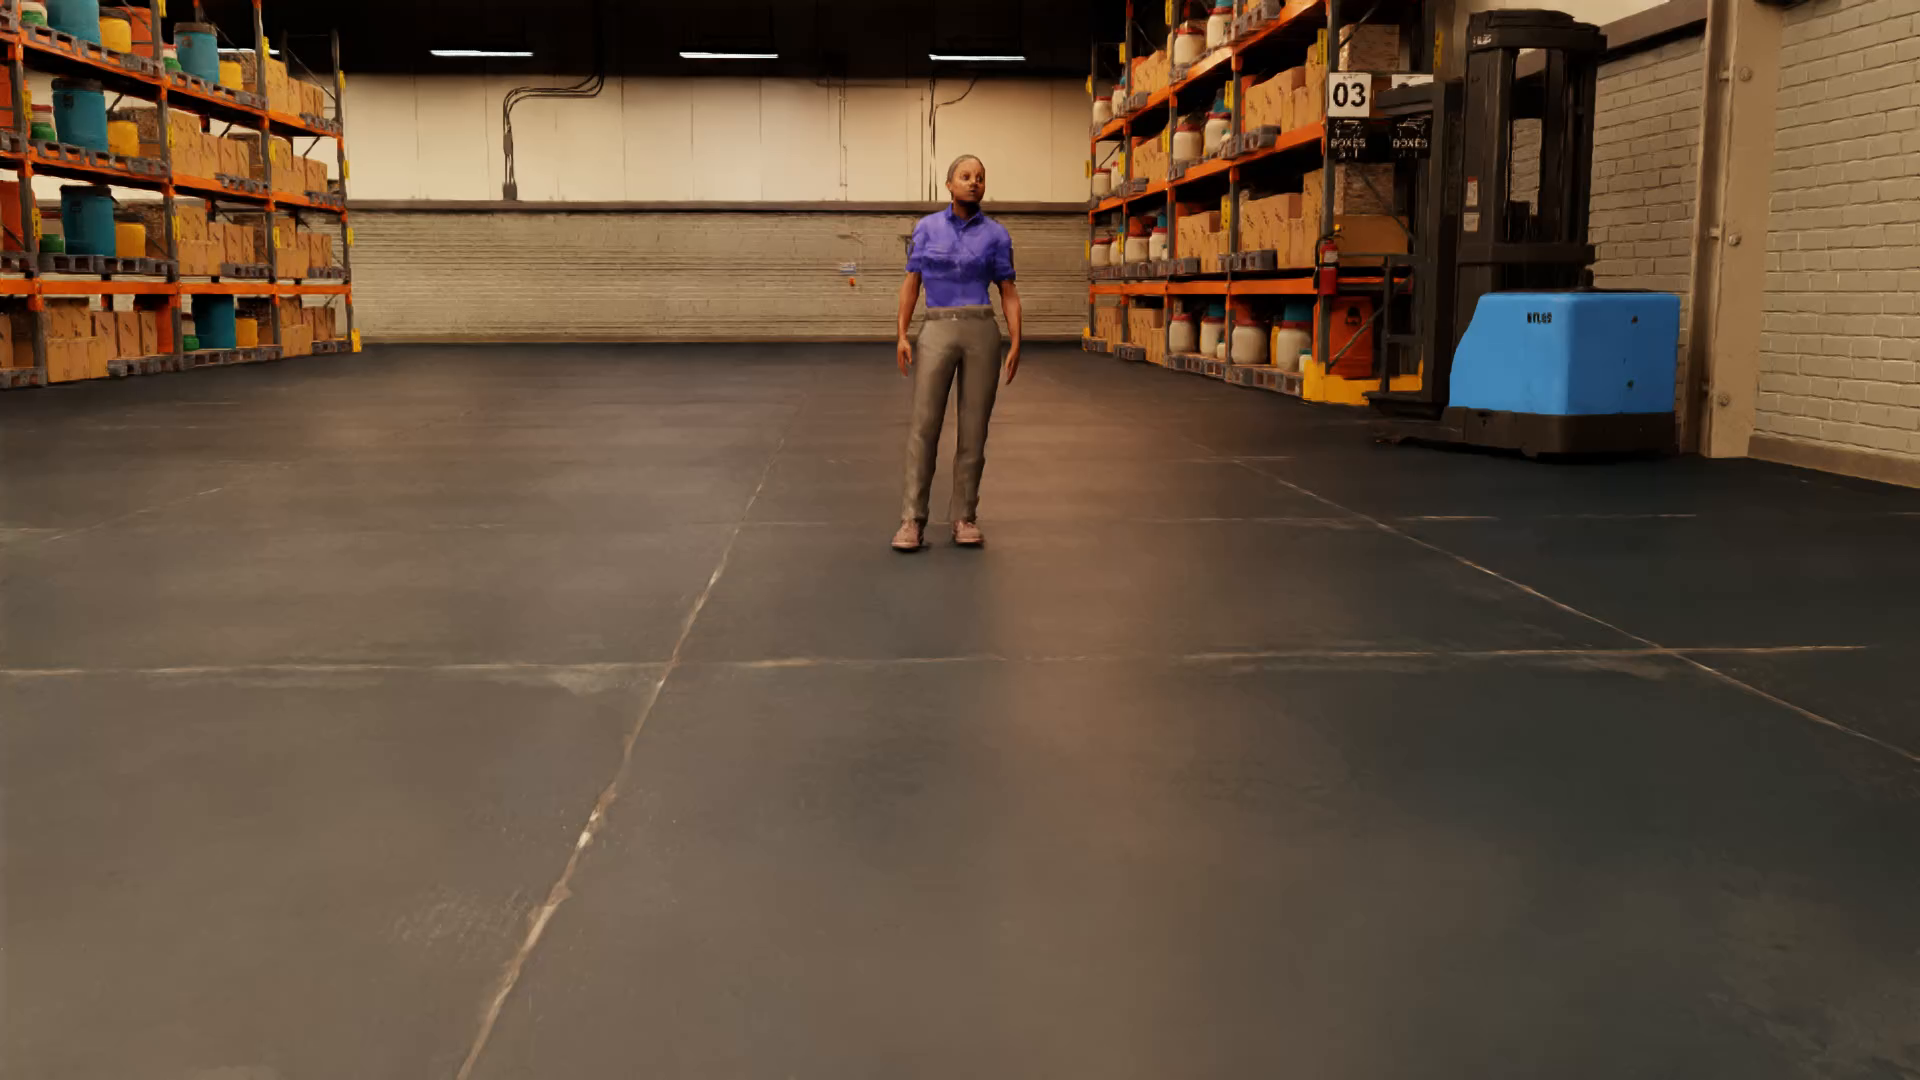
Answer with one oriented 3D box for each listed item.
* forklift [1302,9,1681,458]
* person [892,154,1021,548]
[{"bbox_3d":[3.635,-2.154,11.838,1.130,2.935,3.031,-4,9,-23],"label":"forklift"},{"bbox_3d":[-0.014,-0.812,7.100,0.570,1.654,0.503,-1,8,-4],"label":"person"}]
